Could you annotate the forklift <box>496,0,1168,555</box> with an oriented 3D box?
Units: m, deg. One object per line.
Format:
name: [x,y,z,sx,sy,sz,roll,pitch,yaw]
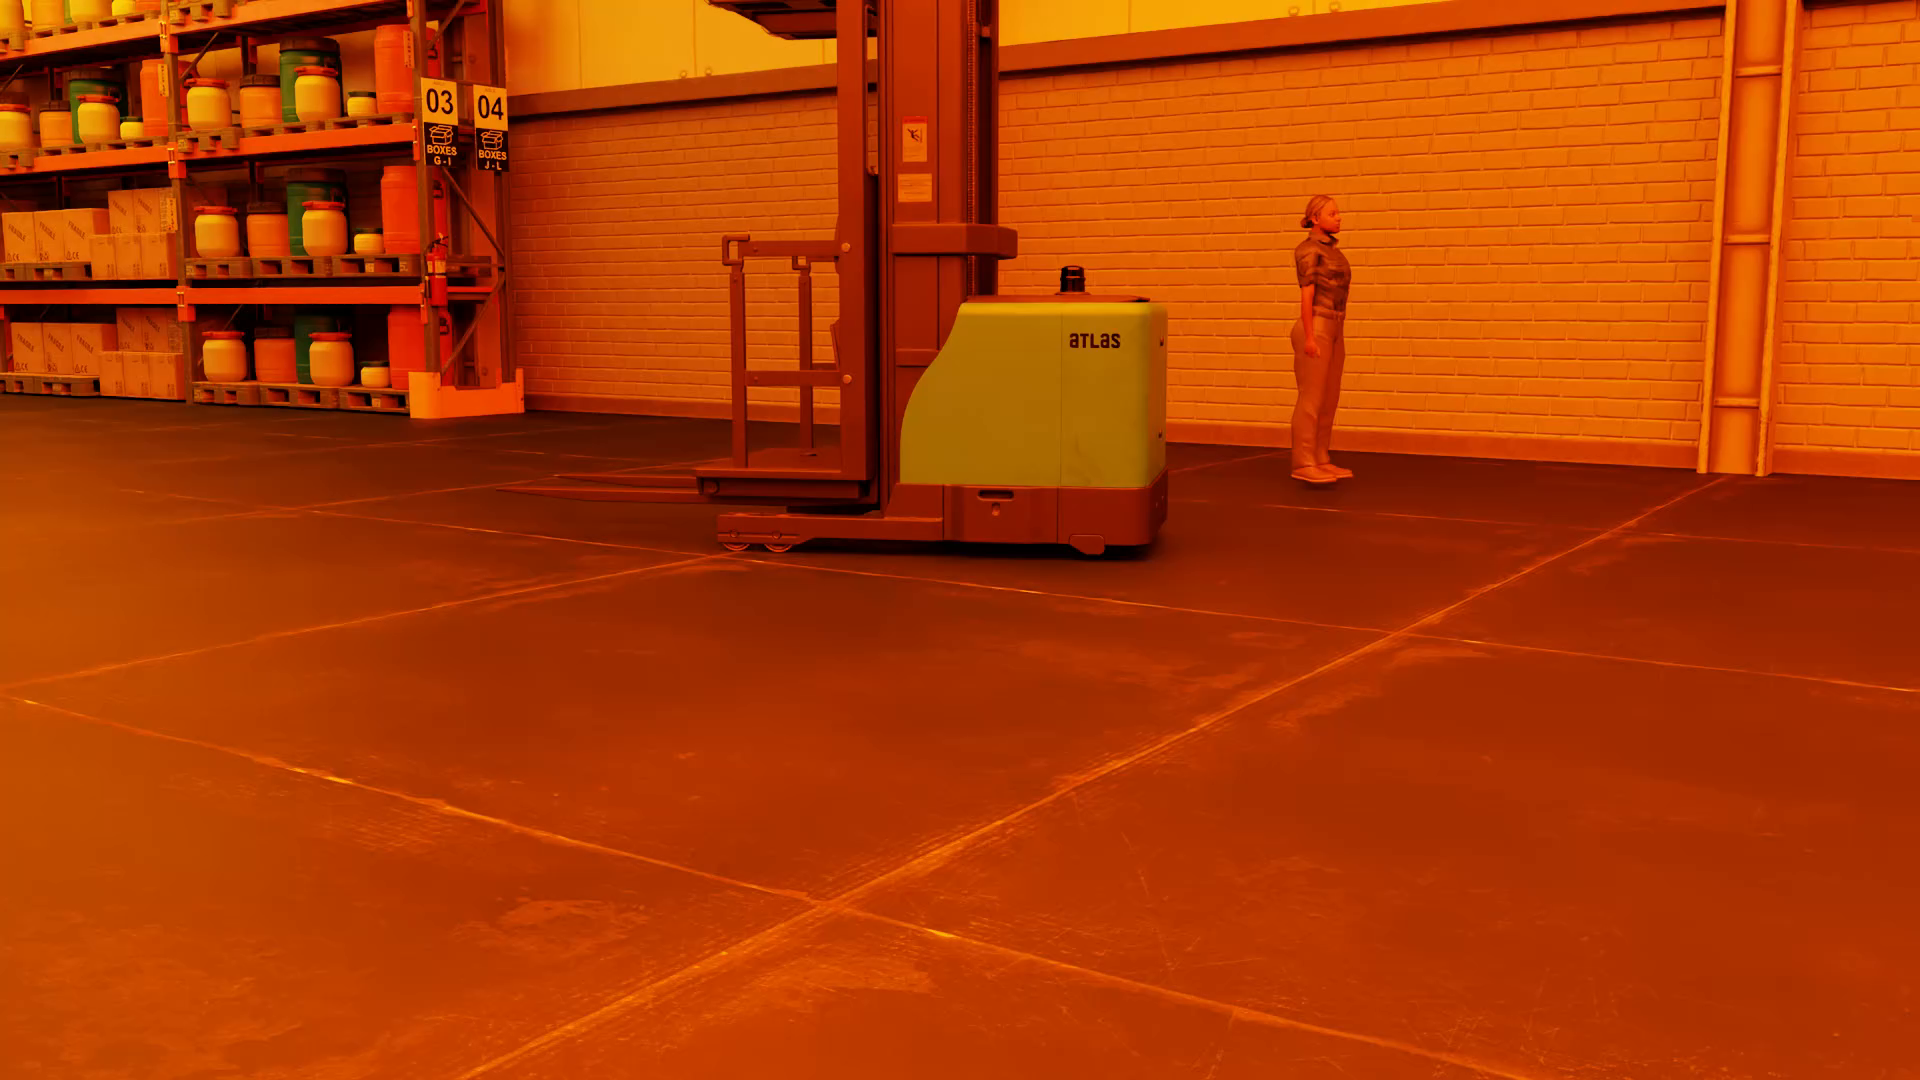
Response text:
forklift: [-0.596,-1.469,7.520,3.031,2.935,1.130,2,8,12]

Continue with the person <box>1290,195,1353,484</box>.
person: [2.128,-1.178,9.737,0.337,1.659,0.446,5,10,33]
